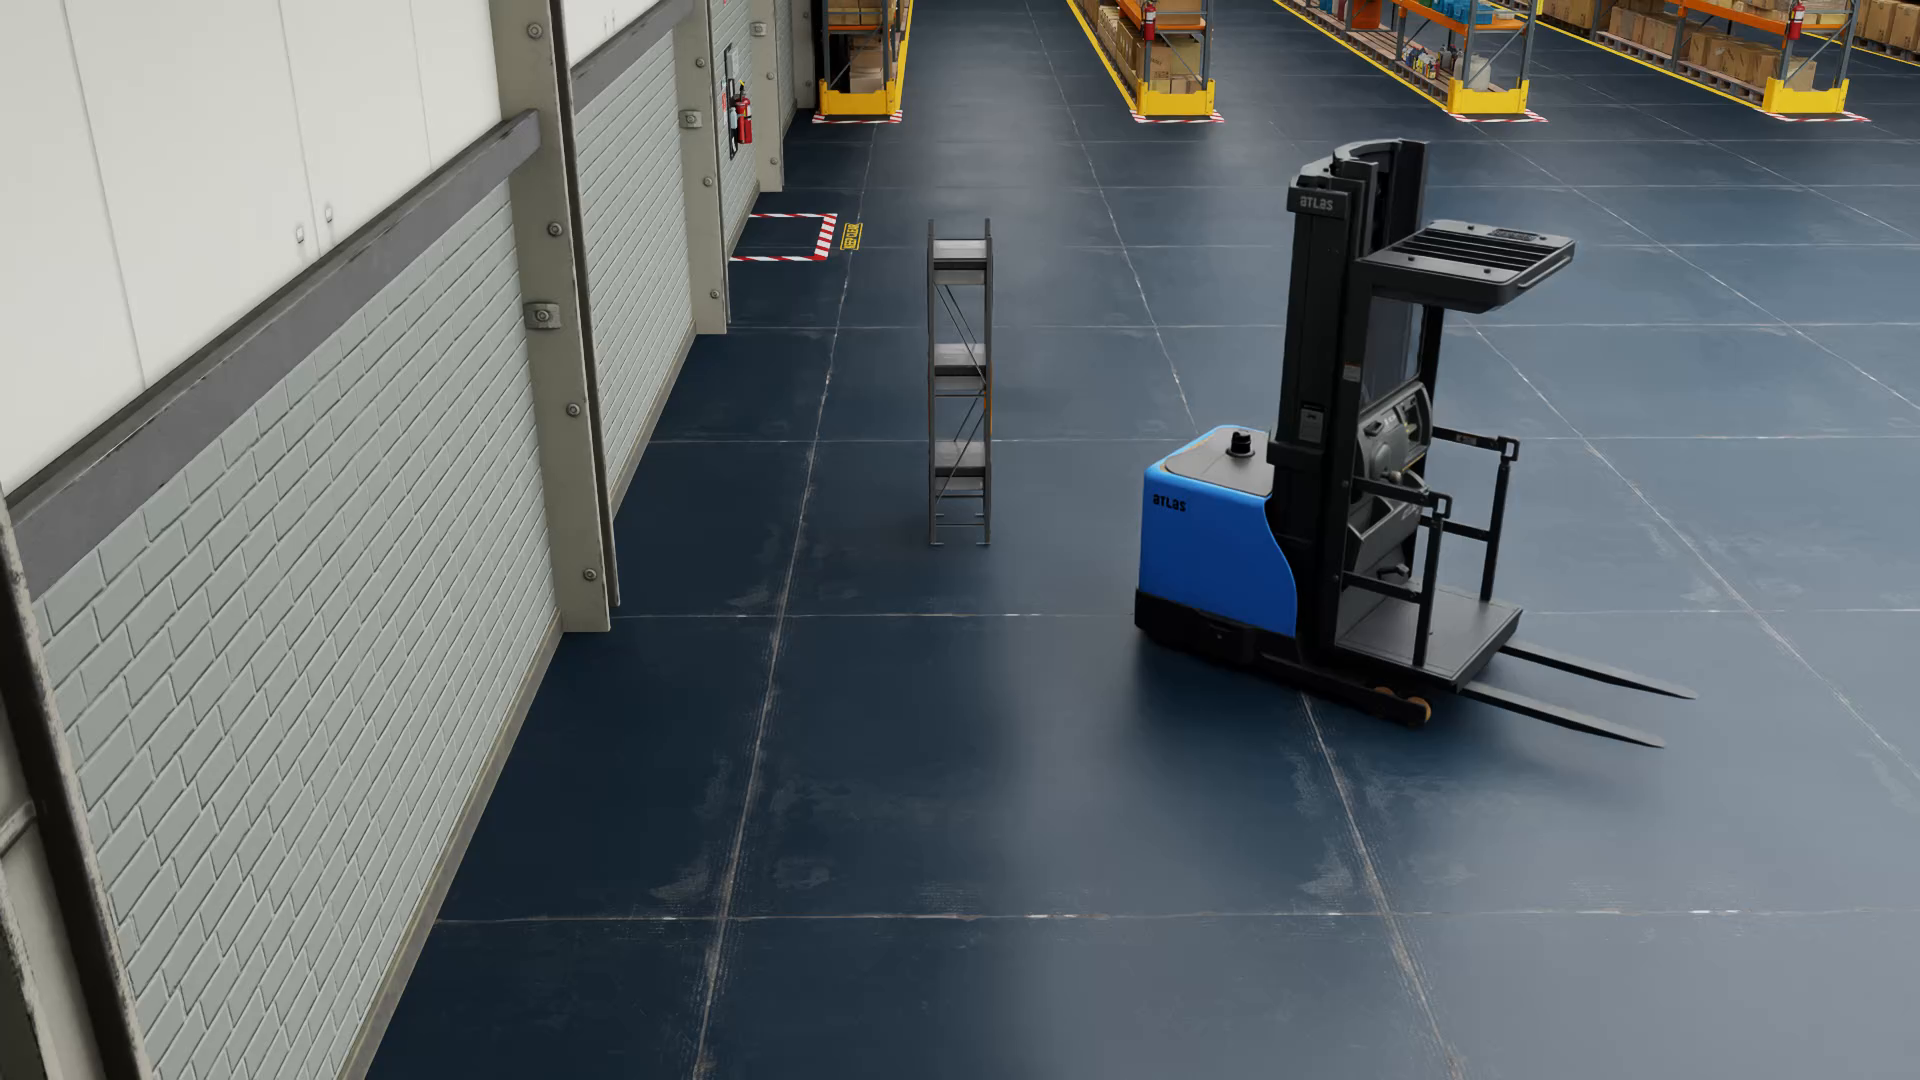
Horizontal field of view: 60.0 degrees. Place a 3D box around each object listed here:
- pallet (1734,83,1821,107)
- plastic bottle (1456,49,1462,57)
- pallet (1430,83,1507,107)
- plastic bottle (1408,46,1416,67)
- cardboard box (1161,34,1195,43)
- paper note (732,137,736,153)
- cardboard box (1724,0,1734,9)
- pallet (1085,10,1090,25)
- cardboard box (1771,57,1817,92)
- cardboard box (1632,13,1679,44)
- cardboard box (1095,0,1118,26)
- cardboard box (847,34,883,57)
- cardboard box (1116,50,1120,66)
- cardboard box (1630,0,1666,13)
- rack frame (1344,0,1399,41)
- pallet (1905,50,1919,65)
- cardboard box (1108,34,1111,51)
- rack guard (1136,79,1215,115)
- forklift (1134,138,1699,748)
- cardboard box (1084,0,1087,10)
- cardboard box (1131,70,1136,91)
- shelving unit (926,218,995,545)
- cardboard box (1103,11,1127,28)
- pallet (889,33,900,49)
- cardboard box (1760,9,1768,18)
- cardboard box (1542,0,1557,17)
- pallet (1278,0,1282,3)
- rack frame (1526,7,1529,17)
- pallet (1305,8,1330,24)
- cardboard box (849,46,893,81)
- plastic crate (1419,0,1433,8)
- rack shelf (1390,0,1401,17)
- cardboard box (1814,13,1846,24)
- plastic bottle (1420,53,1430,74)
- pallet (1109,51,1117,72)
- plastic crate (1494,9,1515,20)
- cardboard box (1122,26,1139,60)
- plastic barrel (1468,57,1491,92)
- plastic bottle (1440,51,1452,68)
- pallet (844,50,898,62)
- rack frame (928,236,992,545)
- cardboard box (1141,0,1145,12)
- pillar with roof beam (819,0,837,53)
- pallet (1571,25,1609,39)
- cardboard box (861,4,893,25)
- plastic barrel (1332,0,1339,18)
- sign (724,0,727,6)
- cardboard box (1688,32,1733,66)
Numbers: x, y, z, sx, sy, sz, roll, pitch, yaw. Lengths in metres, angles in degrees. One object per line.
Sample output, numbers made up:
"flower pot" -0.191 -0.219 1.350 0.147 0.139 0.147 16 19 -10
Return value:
"pallet" 13.286 -7.190 26.892 1.003 0.211 1.213 0 24 -1
"plastic bottle" 8.565 -8.238 28.505 0.144 0.351 0.185 0 24 -1
"pallet" 8.257 -7.168 26.842 1.003 0.211 1.213 0 24 -1
"plastic bottle" 7.858 -8.380 28.819 0.144 0.351 0.185 0 24 1
"cardboard box" 3.546 -7.966 27.140 0.500 0.500 0.500 0 24 -1
"paper note" -2.484 -4.347 18.291 0.016 0.148 0.142 0 24 -1
"cardboard box" 12.948 -8.921 27.639 0.380 0.149 0.250 0 24 -1
"pallet" 3.271 -11.391 36.180 1.003 0.211 1.213 0 24 -1
"cardboard box" 13.271 -7.405 26.506 0.500 0.500 0.500 4 25 9
"cardboard box" 13.233 -9.715 31.589 0.700 0.500 0.500 2 24 4
"cardboard box" 3.023 -10.794 33.976 0.500 0.500 0.500 1 24 2
"cardboard box" -1.667 -9.041 30.100 0.700 0.500 0.500 1 24 1
"cardboard box" 3.013 -8.446 29.112 0.500 0.250 0.500 0 24 -1
"cardboard box" 13.227 -10.300 31.973 0.500 0.250 0.500 2 24 5
"rack frame" 8.221 -11.369 32.747 1.000 3.000 0.127 0 24 -1
"pallet" 18.094 -8.771 30.386 1.003 0.211 1.213 0 24 -1
"cardboard box" 3.007 -9.227 30.839 0.500 0.250 0.500 0 24 1
"rack guard" 3.355 -6.903 25.906 1.175 0.500 0.348 0 24 -1
"forklift" 2.532 -0.565 8.943 3.031 2.935 1.130 17 29 33
"cardboard box" 2.986 -11.858 36.327 0.500 0.500 0.500 -1 24 -3
"cardboard box" 3.036 -7.416 26.834 0.500 0.250 0.500 0 24 -1
"shelving unit" -0.002 -1.025 10.968 0.431 2.100 0.503 0 24 -1
"cardboard box" 2.997 -9.899 31.643 0.500 0.311 0.500 -1 24 -2
"pallet" -1.679 -9.732 32.512 1.003 0.211 1.213 0 24 -1
"cardboard box" 13.007 -8.406 26.500 0.380 0.149 0.250 0 24 -1
"cardboard box" 13.167 -11.631 35.395 1.225 0.875 0.875 -1 24 -2
"pallet" 8.104 -13.055 39.859 1.003 0.211 1.213 0 24 -1
"rack frame" 13.130 -13.040 36.441 1.000 3.000 0.127 0 24 -1
"pallet" 8.144 -11.429 36.263 1.003 0.211 1.213 0 24 -1
"cardboard box" -1.480 -7.912 27.604 0.700 0.500 0.500 -2 24 -4
"plastic crate" 7.997 -9.064 27.907 0.450 0.188 0.662 0 24 -1
"rack shelf" 8.242 -10.217 31.074 1.077 0.370 4.000 0 24 -1
"cardboard box" 13.496 -8.099 25.822 0.380 0.149 0.250 0 24 -1
"plastic bottle" 7.867 -8.050 28.090 0.144 0.351 0.185 1 24 2
"pallet" 3.264 -8.733 30.303 1.003 0.211 1.213 0 24 -1
"plastic crate" 8.620 -8.323 26.332 0.298 0.136 0.250 0 24 -1
"cardboard box" 3.014 -8.376 28.046 0.500 0.500 0.500 0 24 -1
"plastic barrel" 8.224 -7.401 26.484 0.421 0.512 0.421 0 24 0
"plastic bottle" 8.414 -8.326 28.791 0.152 0.276 0.135 0 24 -1
"pallet" -1.652 -8.727 30.289 1.003 0.211 1.213 0 24 -1
"rack frame" 0.001 -0.924 10.746 0.400 2.100 0.015 0 24 -1
"cardboard box" 3.343 -8.928 27.228 0.700 0.500 0.500 0 24 1
"pillar with roof beam" 1.768 -13.538 30.263 9.100 9.000 0.400 0 24 -1
"pallet" 13.240 -10.446 34.090 1.003 0.211 1.213 0 24 -1
"cardboard box" -1.286 -8.171 25.835 0.500 0.250 0.500 -1 24 -2
"plastic barrel" 8.090 -11.326 35.162 0.421 0.512 0.421 0 24 0
"sign" -2.516 -5.874 17.785 0.001 0.298 0.199 0 24 -1
"cardboard box" 13.181 -8.630 29.216 0.500 0.500 0.500 -1 24 -2
